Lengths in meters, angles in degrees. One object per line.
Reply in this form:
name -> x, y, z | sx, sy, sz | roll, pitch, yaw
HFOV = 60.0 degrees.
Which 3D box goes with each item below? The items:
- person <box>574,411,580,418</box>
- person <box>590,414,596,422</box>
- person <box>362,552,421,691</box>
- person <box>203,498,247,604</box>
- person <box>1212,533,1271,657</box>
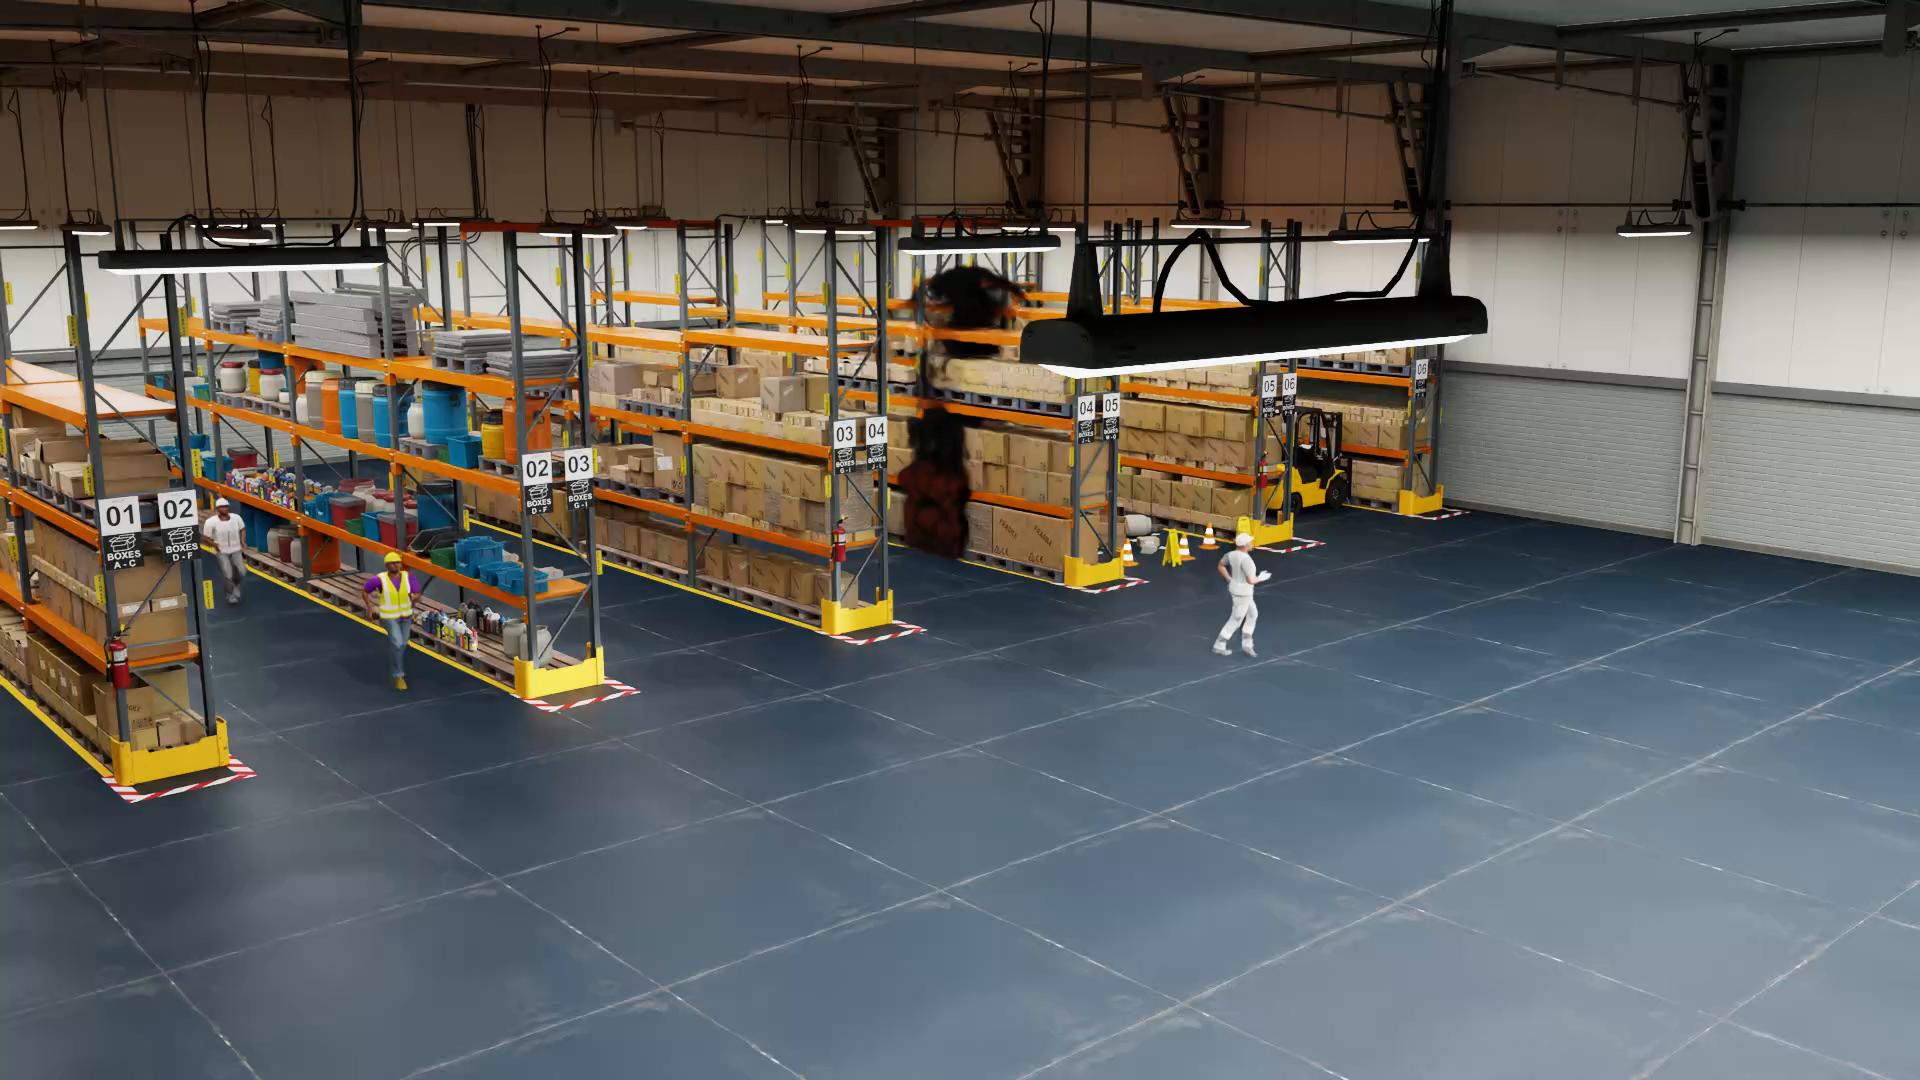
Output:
person -> -8.680, -2.103, 37.860 | 0.693, 1.739, 0.755 | -6, 13, -28
person -> -8.991, -2.653, 40.724 | 0.723, 1.681, 0.520 | 10, 15, 42
person -> -7.514, 1.058, 22.164 | 0.674, 1.825, 0.782 | -11, 16, -43
person -> -11.692, 0.181, 26.585 | 0.674, 1.721, 0.562 | -9, 15, -39
person -> 3.944, 0.807, 23.374 | 0.793, 1.847, 0.633 | -1, 12, -7
